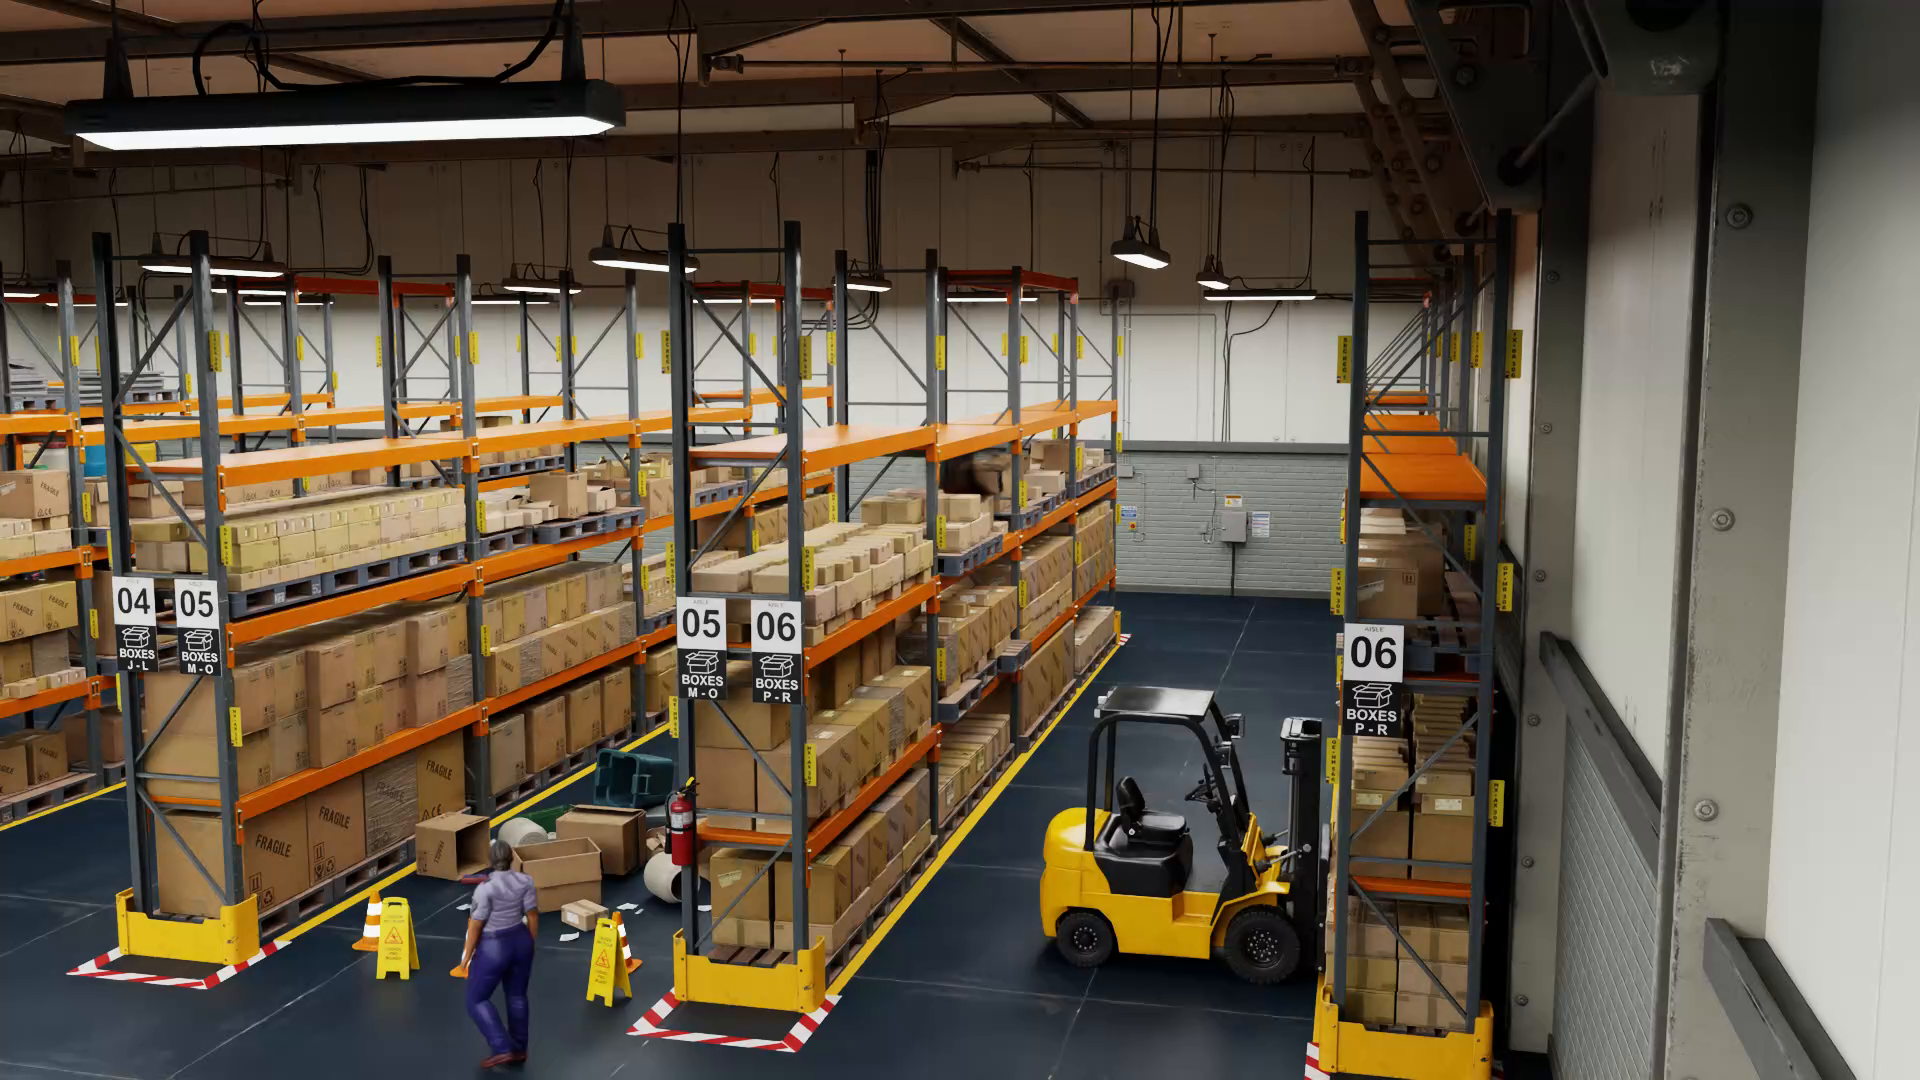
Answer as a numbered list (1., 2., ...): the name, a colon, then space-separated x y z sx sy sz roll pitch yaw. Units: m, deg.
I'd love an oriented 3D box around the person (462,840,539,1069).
1. person: -3.235 2.929 11.786 0.411 1.644 0.528 4 8 32
